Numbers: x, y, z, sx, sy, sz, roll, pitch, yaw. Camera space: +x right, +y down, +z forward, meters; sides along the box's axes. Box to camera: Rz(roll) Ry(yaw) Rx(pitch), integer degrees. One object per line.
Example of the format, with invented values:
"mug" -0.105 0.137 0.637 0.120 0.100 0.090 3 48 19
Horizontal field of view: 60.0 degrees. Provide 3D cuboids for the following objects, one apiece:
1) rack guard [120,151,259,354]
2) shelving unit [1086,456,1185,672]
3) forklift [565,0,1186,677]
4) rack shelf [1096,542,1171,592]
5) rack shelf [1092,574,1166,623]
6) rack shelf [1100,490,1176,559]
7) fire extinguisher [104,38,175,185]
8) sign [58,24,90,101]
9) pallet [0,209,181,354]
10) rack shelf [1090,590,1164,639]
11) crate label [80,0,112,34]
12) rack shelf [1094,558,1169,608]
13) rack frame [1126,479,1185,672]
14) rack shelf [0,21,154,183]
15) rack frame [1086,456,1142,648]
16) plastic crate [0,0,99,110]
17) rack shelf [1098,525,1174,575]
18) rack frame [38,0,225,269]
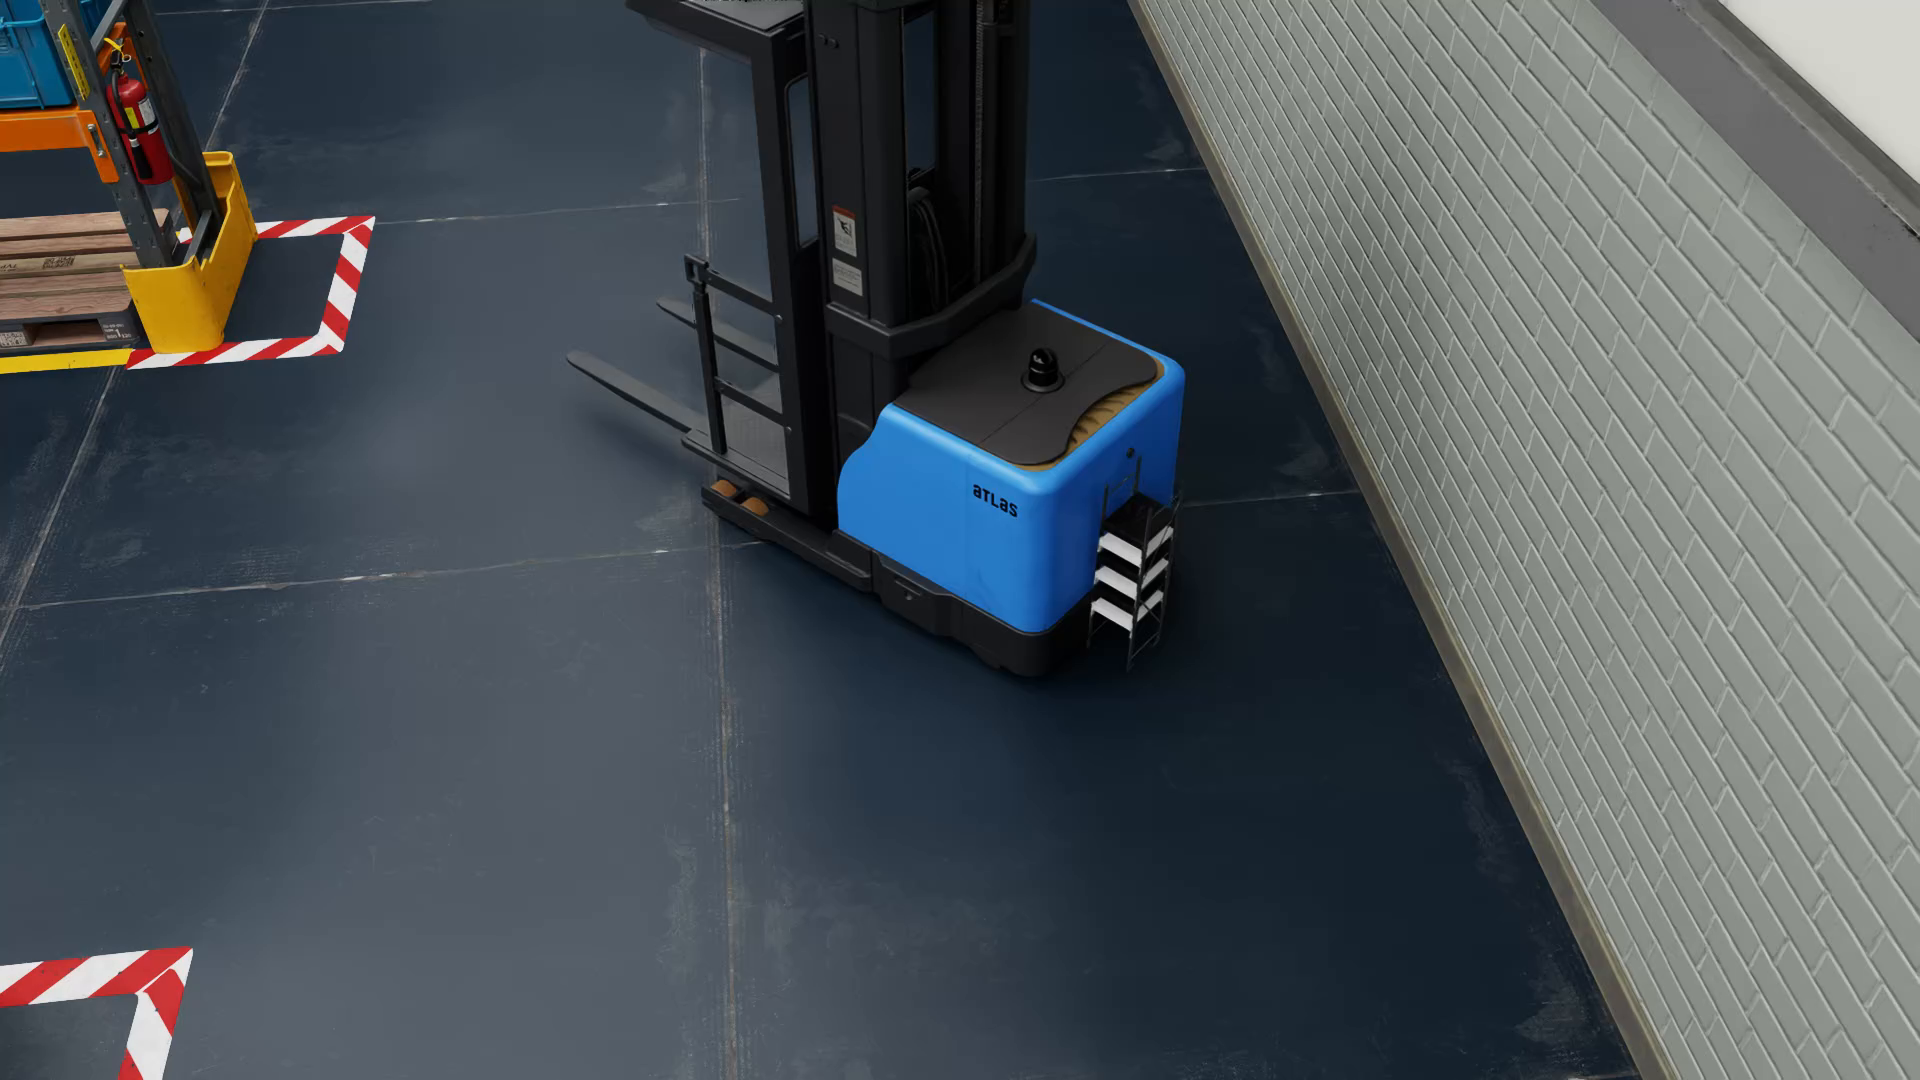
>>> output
"rack guard" -4.052 -1.535 8.794 0.348 0.500 1.175 -5 42 -6
"shelving unit" 0.696 0.108 6.668 0.210 0.900 0.258 30 50 27
"forklift" -0.545 -1.360 6.785 3.031 2.935 1.130 28 49 28
"rack shelf" 0.698 0.067 6.629 0.200 0.077 0.258 30 50 27
"rack shelf" 0.693 0.198 6.752 0.200 0.077 0.258 30 50 27
"rack shelf" 0.703 -0.064 6.506 0.200 0.077 0.258 30 50 27
"fire extinguisher" -3.865 -1.997 7.776 0.183 0.674 0.296 -5 42 -6
"sign" -3.986 -2.149 7.487 0.005 0.325 0.100 -5 42 -6
"pallet" -4.897 -1.371 8.828 1.213 0.211 1.003 -5 42 -6
"rack shelf" 0.691 0.263 6.814 0.200 0.077 0.258 30 50 27
"crate label" -4.361 -2.610 8.199 0.303 0.233 0.416 -5 42 -6
"rack shelf" 0.695 0.133 6.691 0.200 0.077 0.258 30 50 27
"rack frame" 0.775 0.154 6.622 0.006 0.900 0.240 30 50 27
"rack shelf" -6.057 -2.012 7.993 4.000 0.370 1.077 -5 42 -6
"rack frame" 0.618 0.062 6.713 0.006 0.900 0.240 30 50 27
"plastic crate" -4.382 -2.335 7.743 0.499 0.435 0.616 -5 42 -6
"rack shelf" 0.700 0.002 6.567 0.200 0.077 0.258 30 50 27
"rack frame" -4.074 -2.453 7.945 0.127 3.000 1.000 -5 42 -6
